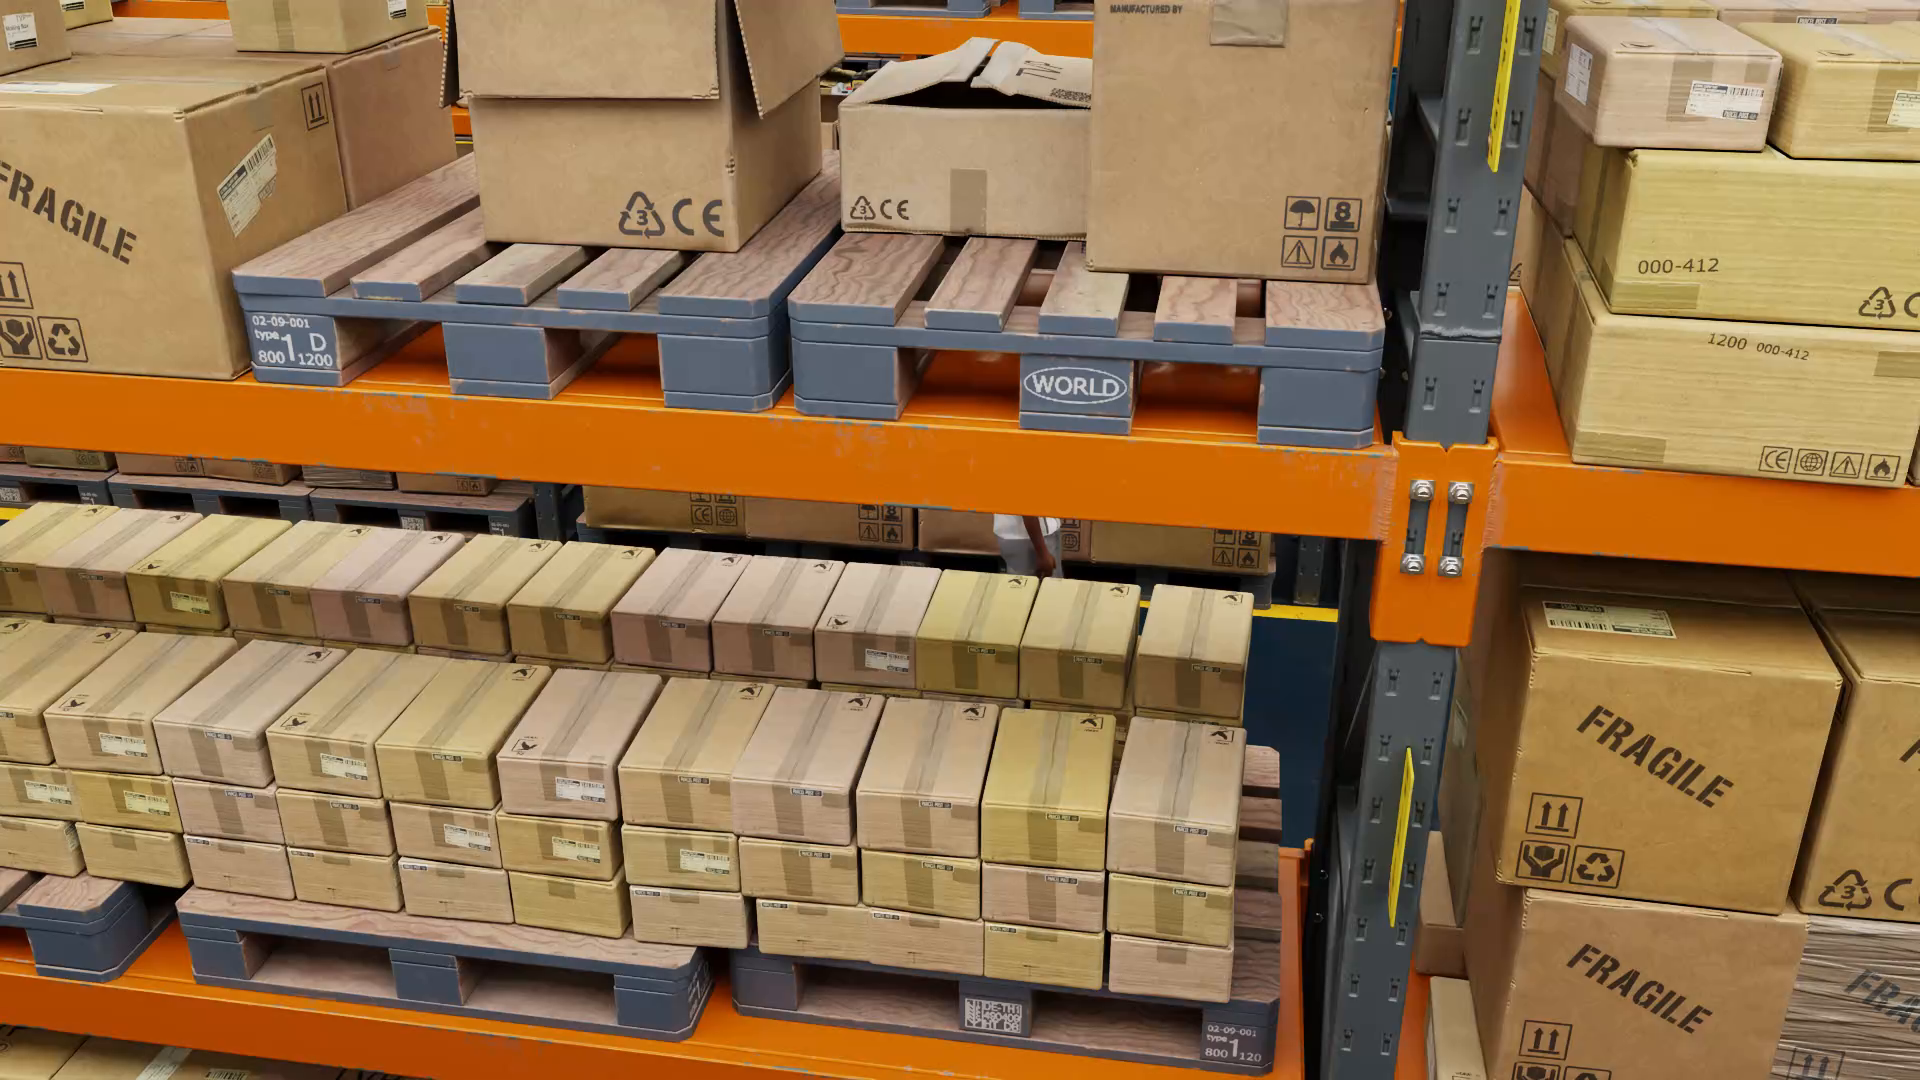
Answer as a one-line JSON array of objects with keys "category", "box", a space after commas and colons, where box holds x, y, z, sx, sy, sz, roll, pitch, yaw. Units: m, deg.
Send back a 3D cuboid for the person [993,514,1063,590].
[{"category": "person", "box": [0.338, -0.031, 7.169, 0.391, 1.664, 0.532, 3, 25, 6]}]
